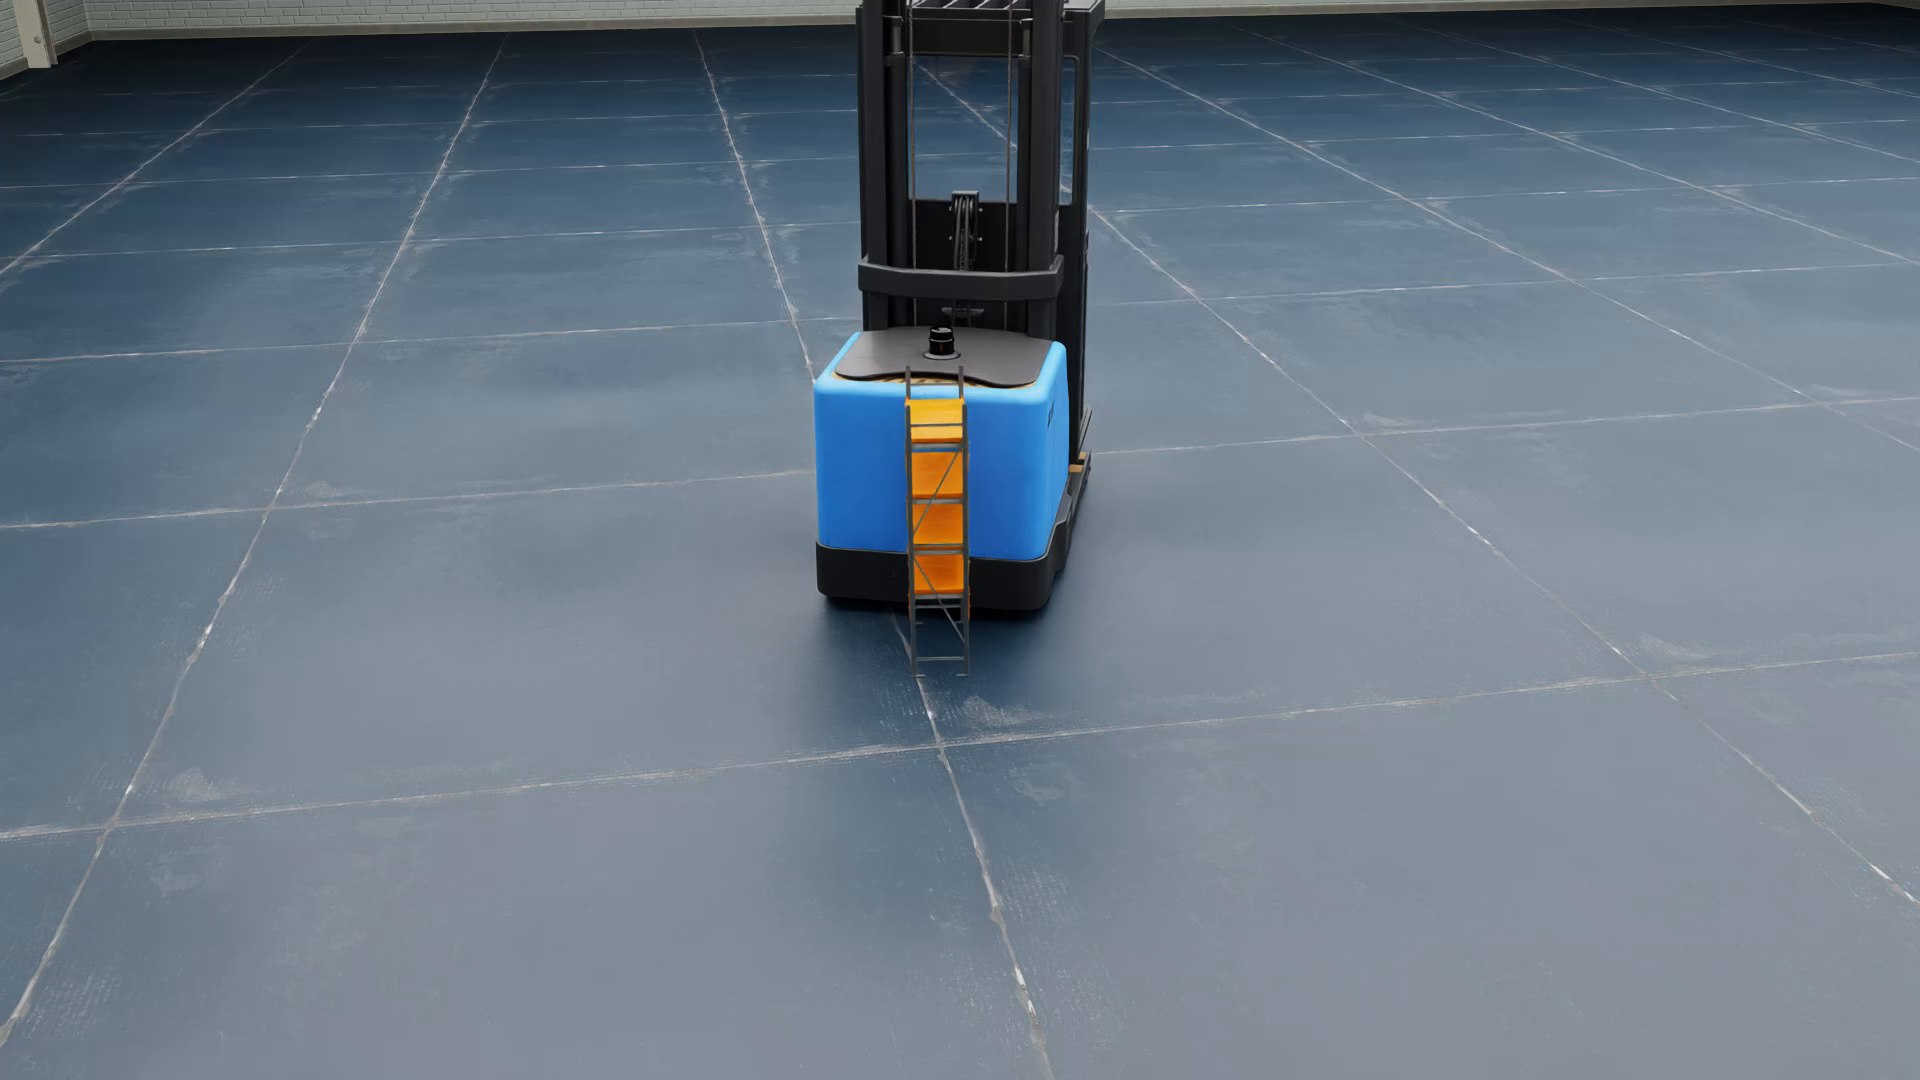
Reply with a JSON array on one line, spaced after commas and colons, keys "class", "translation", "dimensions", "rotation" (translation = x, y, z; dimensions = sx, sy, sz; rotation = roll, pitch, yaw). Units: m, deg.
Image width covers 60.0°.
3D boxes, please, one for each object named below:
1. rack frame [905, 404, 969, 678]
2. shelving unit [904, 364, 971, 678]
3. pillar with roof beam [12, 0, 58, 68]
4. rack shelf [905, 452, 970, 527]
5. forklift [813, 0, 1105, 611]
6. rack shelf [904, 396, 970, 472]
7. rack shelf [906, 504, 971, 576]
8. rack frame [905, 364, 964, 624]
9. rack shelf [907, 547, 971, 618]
[{"class": "rack frame", "translation": [-0.087, 0.023, 6.695], "dimensions": [0.240, 1.200, 0.015], "rotation": [-1, 24, -1]}, {"class": "shelving unit", "translation": [-0.094, -0.077, 6.918], "dimensions": [0.258, 1.200, 0.503], "rotation": [-1, 24, -1]}, {"class": "pillar with roof beam", "translation": [-8.881, -11.216, 22.687], "dimensions": [9.100, 9.000, 0.400], "rotation": [-4, 24, -10]}, {"class": "rack shelf", "translation": [-0.095, -0.220, 6.853], "dimensions": [0.258, 0.148, 0.480], "rotation": [-1, 24, -1]}, {"class": "forklift", "translation": [0.104, -1.590, 8.227], "dimensions": [1.130, 2.935, 3.031], "rotation": [4, 24, 9]}, {"class": "rack shelf", "translation": [-0.097, -0.436, 6.756], "dimensions": [0.258, 0.148, 0.480], "rotation": [-1, 24, -1]}, {"class": "rack shelf", "translation": [-0.094, -0.016, 6.945], "dimensions": [0.258, 0.148, 0.480], "rotation": [-1, 24, -1]}, {"class": "rack frame", "translation": [-0.101, -0.178, 7.140], "dimensions": [0.240, 1.200, 0.015], "rotation": [-1, 24, -1]}, {"class": "rack shelf", "translation": [-0.092, 0.165, 7.027], "dimensions": [0.258, 0.148, 0.480], "rotation": [-1, 24, -1]}]
